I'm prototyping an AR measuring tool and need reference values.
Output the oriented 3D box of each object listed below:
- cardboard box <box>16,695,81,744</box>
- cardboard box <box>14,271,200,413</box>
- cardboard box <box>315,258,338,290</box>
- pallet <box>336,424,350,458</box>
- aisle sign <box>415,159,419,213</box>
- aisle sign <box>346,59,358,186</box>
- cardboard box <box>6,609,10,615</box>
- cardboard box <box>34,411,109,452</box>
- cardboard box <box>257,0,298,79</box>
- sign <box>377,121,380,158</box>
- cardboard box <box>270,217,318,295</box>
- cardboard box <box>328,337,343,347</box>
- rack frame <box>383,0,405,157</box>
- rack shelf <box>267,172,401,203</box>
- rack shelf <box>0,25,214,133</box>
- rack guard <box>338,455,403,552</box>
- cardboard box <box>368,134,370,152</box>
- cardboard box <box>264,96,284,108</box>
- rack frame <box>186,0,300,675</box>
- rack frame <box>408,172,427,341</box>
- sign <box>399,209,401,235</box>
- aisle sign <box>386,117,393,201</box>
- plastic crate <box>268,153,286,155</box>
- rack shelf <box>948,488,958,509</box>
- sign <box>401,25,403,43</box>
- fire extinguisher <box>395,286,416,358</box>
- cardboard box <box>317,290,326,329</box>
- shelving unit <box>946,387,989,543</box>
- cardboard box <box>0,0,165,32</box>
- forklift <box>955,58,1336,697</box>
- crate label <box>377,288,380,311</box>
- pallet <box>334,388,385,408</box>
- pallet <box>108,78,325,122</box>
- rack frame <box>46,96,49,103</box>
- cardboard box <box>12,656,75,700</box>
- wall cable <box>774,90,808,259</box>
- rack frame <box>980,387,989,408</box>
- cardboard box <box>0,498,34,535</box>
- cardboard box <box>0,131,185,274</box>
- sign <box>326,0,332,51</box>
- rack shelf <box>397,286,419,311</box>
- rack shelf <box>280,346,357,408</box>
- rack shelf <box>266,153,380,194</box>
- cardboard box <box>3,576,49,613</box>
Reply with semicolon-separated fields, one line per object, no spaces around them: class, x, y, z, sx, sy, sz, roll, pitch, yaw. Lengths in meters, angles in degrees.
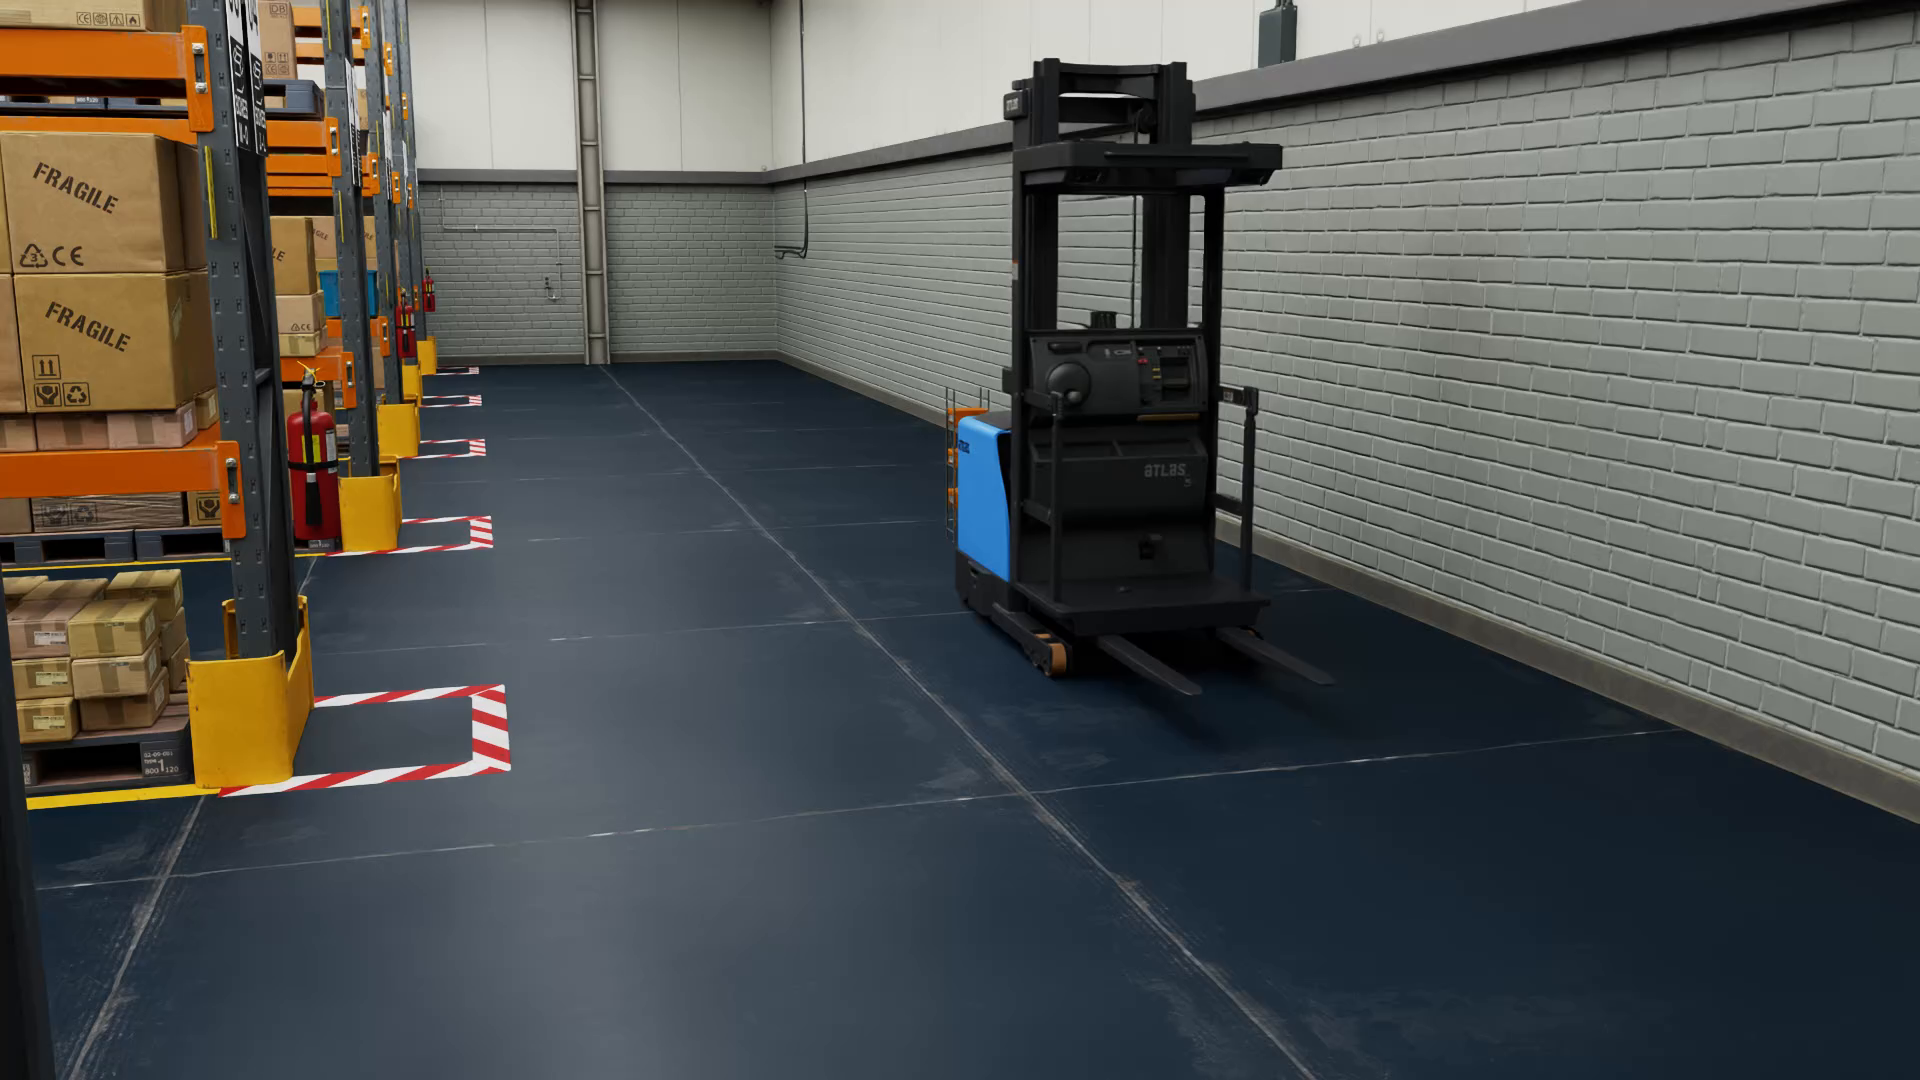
cardboard box;-3.518;0.657;6.410;0.250;0.149;0.380;-3;11;-14
cardboard box;-3.212;-0.761;6.295;0.500;0.500;0.500;-3;11;-15
cardboard box;-7.758;-3.174;20.229;0.500;0.500;0.500;-3;11;-15
pallet;-6.329;-0.955;16.148;1.213;0.211;1.003;-3;11;-16
aisle sign;-8.142;-5.313;24.942;0.004;0.787;0.394;-3;11;-16
aisle sign;-3.989;-2.730;10.910;0.004;0.787;0.394;-3;11;-16
cardboard box;-3.761;0.379;6.273;0.250;0.149;0.380;-3;11;-17
cardboard box;-3.336;-0.437;6.331;0.250;0.149;0.380;-3;11;-16
cardboard box;-4.626;-3.244;10.888;0.500;0.500;0.700;-4;11;-19
sign;-5.357;-3.690;15.309;0.005;0.325;0.100;-3;11;-16
cardboard box;-4.536;-1.871;10.946;0.500;0.500;0.500;-3;11;-15
cardboard box;-9.420;-2.982;25.205;0.500;0.500;0.700;-3;11;-16
rack frame;-6.907;-6.173;20.221;0.127;3.000;1.000;-3;11;-16
rack shelf;-8.828;-4.242;20.008;4.000;0.370;1.077;-3;11;-16
rack shelf;-4.773;-1.653;5.941;4.000;0.370;1.077;-3;11;-16
rack guard;-4.119;-0.272;11.642;0.348;0.500;1.175;-3;11;-16
cardboard box;-7.329;-4.799;20.079;0.500;0.250;0.500;-3;11;-16
cardboard box;-8.350;-5.155;19.940;0.500;0.500;0.700;-3;11;-16
rack frame;-2.853;-0.633;6.698;0.127;3.000;1.000;-3;11;-16
rack frame;-8.295;-4.083;25.441;0.127;3.000;1.000;-3;11;-16
sign;-6.771;-3.850;20.101;0.005;0.325;0.100;-3;11;-16
aisle sign;-5.540;-3.695;16.151;0.004;0.787;0.394;-3;11;-16
plastic crate;-6.394;-3.632;15.293;0.336;0.188;0.450;-3;11;-16
rack shelf;0.051;-0.235;11.518;0.240;0.259;0.215;-3;11;-16
sign;-8.157;-7.437;24.290;0.005;0.325;0.100;-3;11;-16
fire extinguisher;-5.255;-2.068;15.739;0.183;0.674;0.296;-3;11;-16
cardboard box;-4.678;-1.595;11.519;0.500;0.250;0.500;-3;11;-17
shelving unit;0.051;-0.519;11.466;0.252;1.050;0.215;-3;11;-16
cardboard box;-3.215;-1.965;6.065;0.500;0.250;0.500;-3;11;-17
forklift;0.860;-0.863;8.141;1.130;2.935;3.031;-3;11;-15
crate label;-5.855;-2.353;16.339;0.303;0.233;0.416;-3;11;-16
pallet;-7.745;-1.806;20.776;1.213;0.211;1.003;-3;11;-16
pallet;-4.851;-2.892;10.932;1.213;0.211;1.003;-3;11;-16
rack frame;-10.748;-5.970;19.122;0.127;3.000;1.000;-3;11;-16
cardboard box;-3.546;0.497;6.455;0.250;0.149;0.380;-3;11;-17
wall cable;-2.765;-5.730;26.396;0.112;2.526;3.097;-3;11;-16
rack frame;0.169;-0.525;11.500;0.008;1.050;0.200;-3;11;-16
cardboard box;-6.462;-0.524;10.817;0.875;0.875;0.875;-3;11;-16
cardboard box;-3.223;-1.253;6.210;0.500;0.500;0.500;-3;11;-17
sign;-4.004;-3.277;10.548;0.005;0.325;0.100;-3;11;-16
rack shelf;-10.216;-3.628;24.956;4.000;0.370;1.077;-3;11;-16
rack shelf;-6.062;-1.045;10.924;4.000;0.370;1.077;-3;11;-16
rack shelf;-7.447;-3.381;15.330;4.000;0.370;1.077;-3;11;-16
cardboard box;-3.959;0.263;6.903;0.250;0.149;0.380;-3;11;-16
